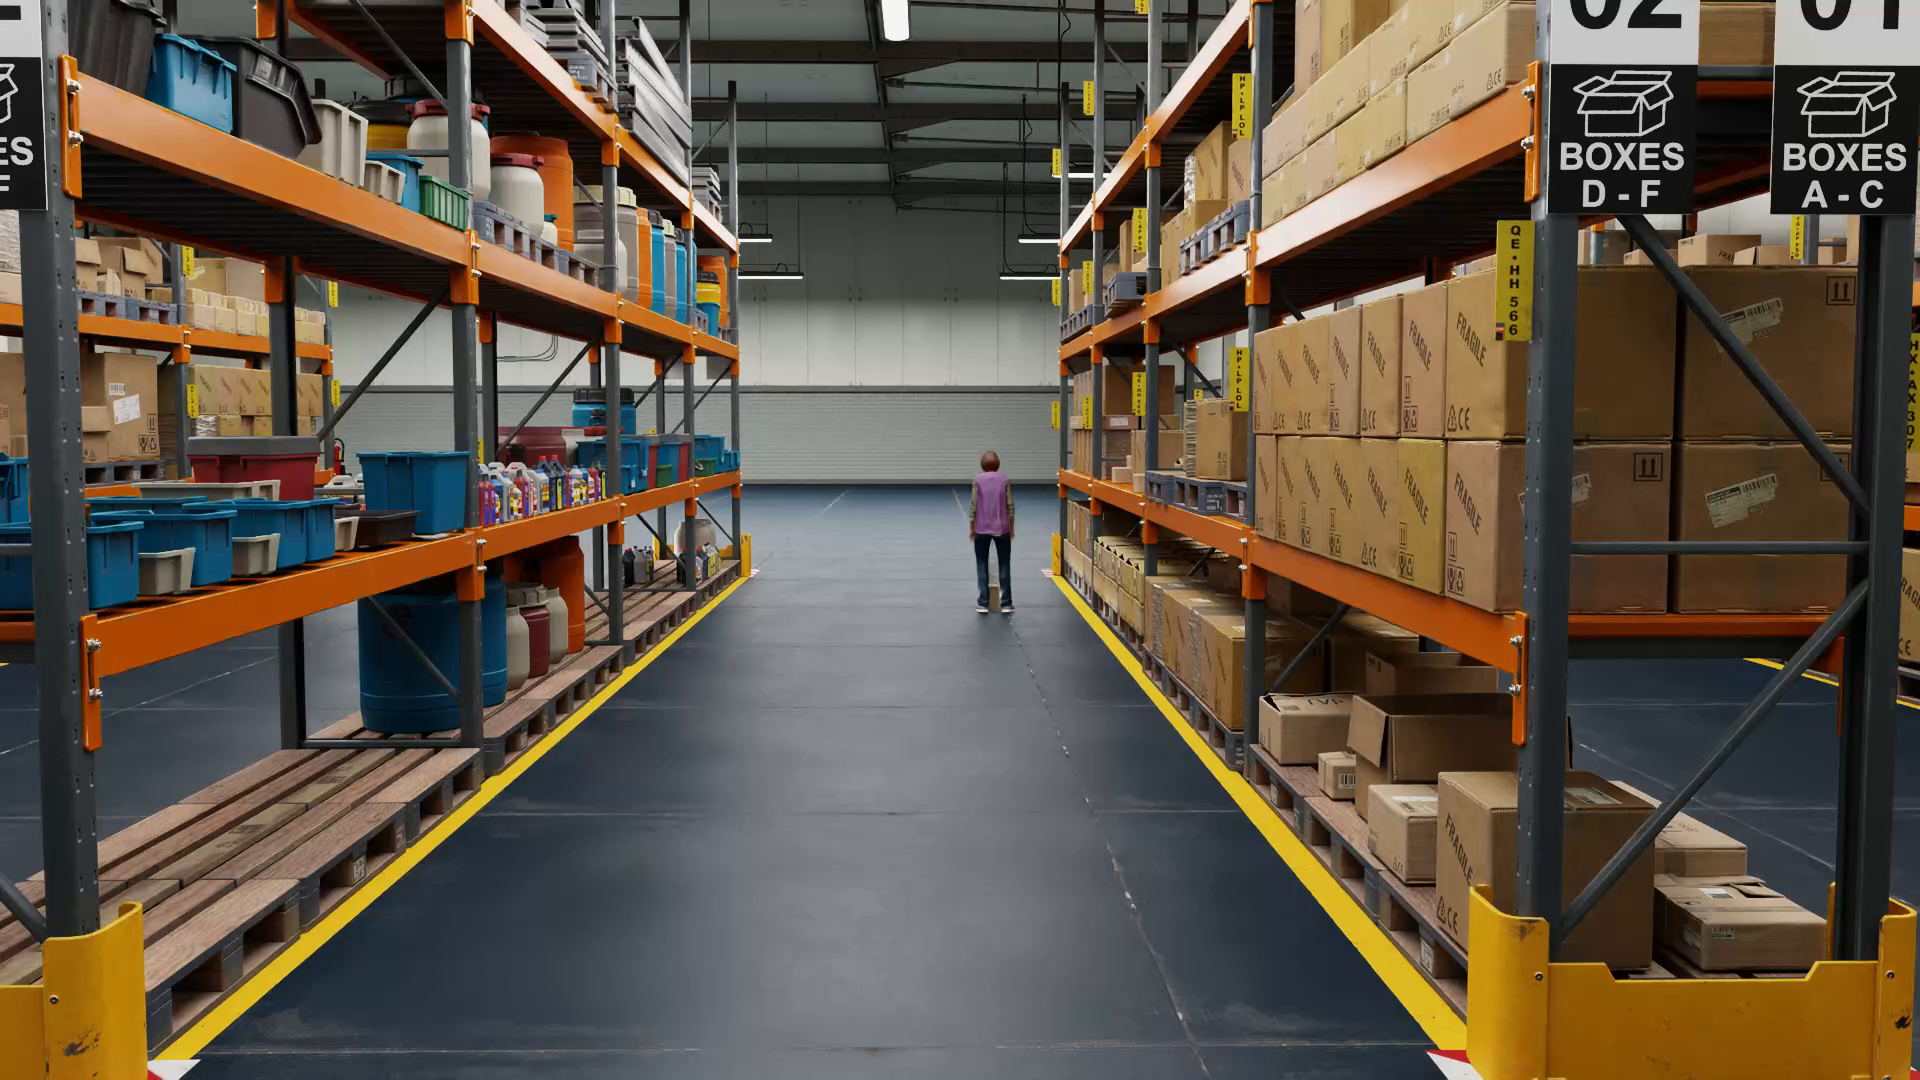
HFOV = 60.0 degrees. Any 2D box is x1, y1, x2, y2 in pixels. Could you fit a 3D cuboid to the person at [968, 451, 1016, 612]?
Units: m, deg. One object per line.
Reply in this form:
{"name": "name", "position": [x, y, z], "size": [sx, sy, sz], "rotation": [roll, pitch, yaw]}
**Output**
{"name": "person", "position": [0.315, -0.076, 16.348], "size": [0.473, 1.592, 0.347], "rotation": [0, 4, -1]}
